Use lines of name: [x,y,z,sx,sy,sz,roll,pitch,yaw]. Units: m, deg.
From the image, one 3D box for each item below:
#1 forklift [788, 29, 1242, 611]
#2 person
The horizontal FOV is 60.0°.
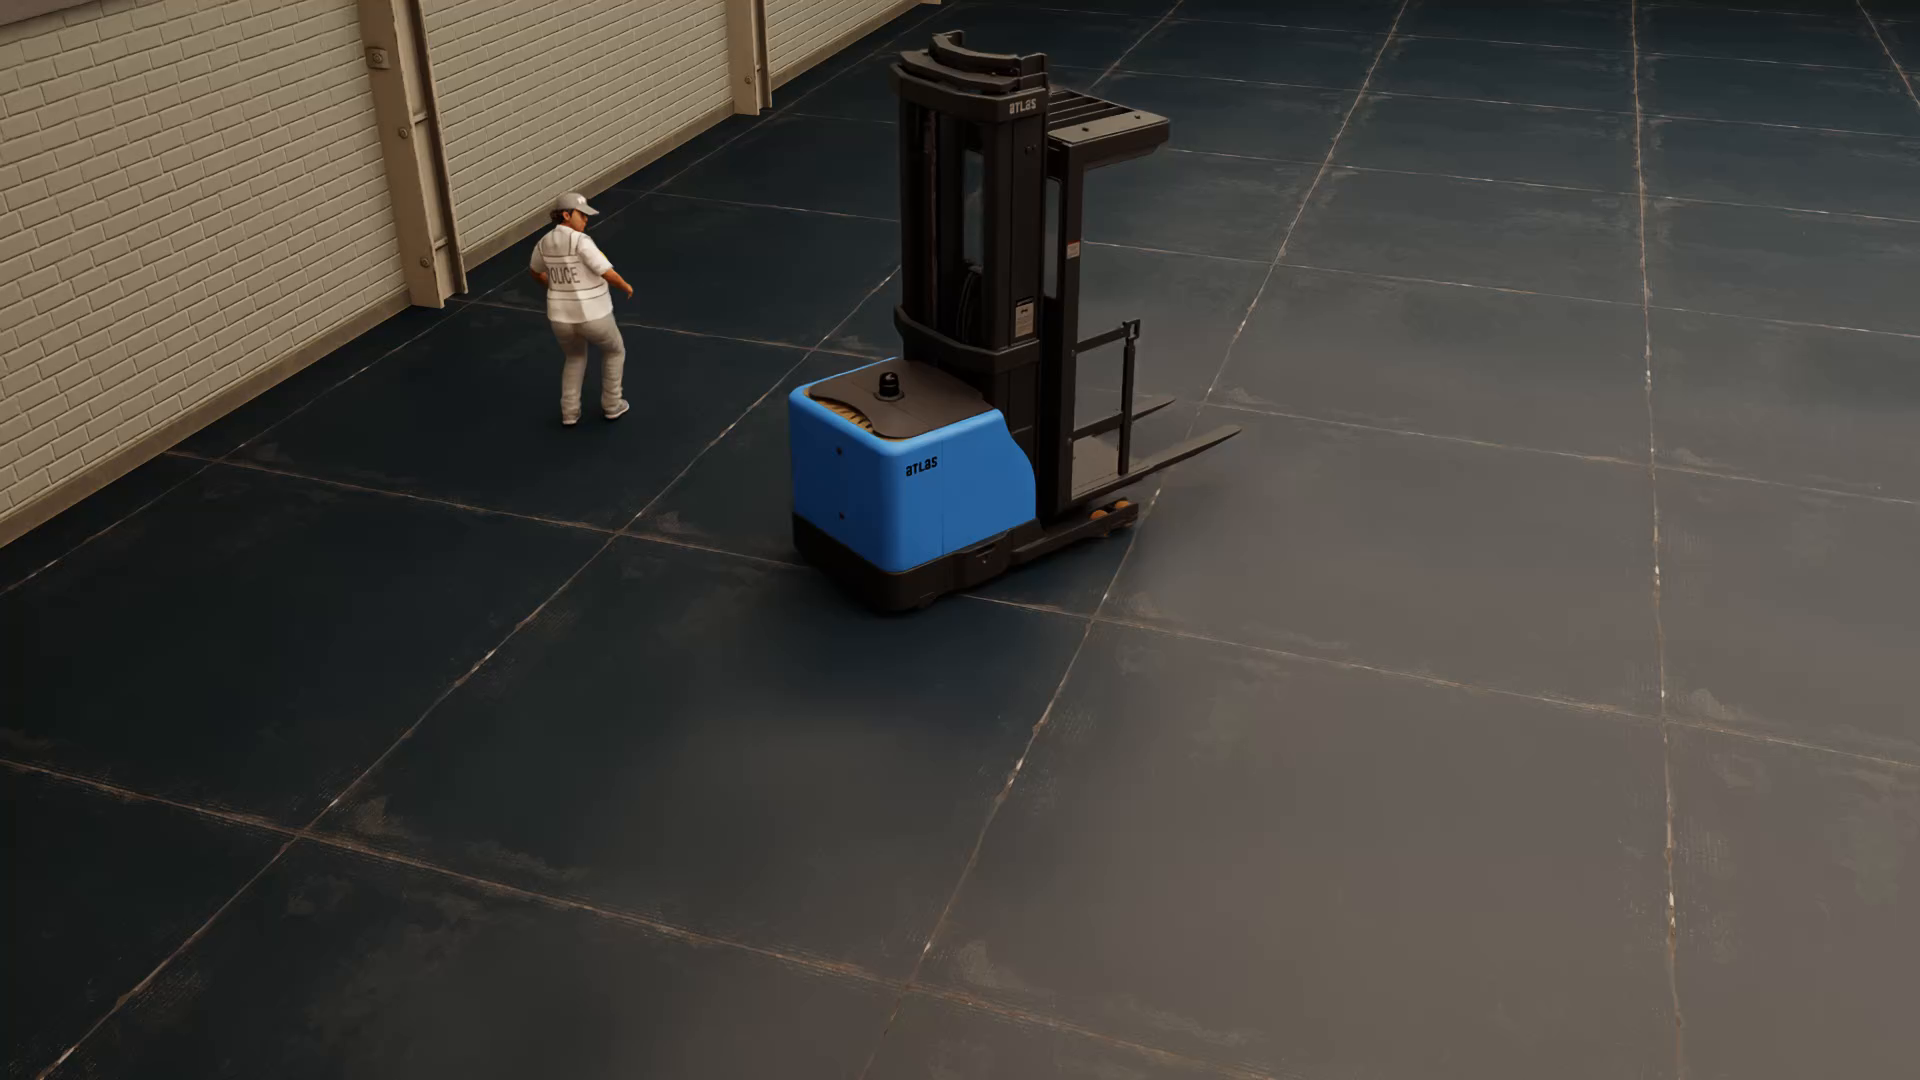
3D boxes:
forklift: [0.470,-1.468,9.712,3.031,2.935,1.130,-22,36,-33]
person: [-2.554,-1.543,11.220,0.720,1.615,0.567,9,31,16]
